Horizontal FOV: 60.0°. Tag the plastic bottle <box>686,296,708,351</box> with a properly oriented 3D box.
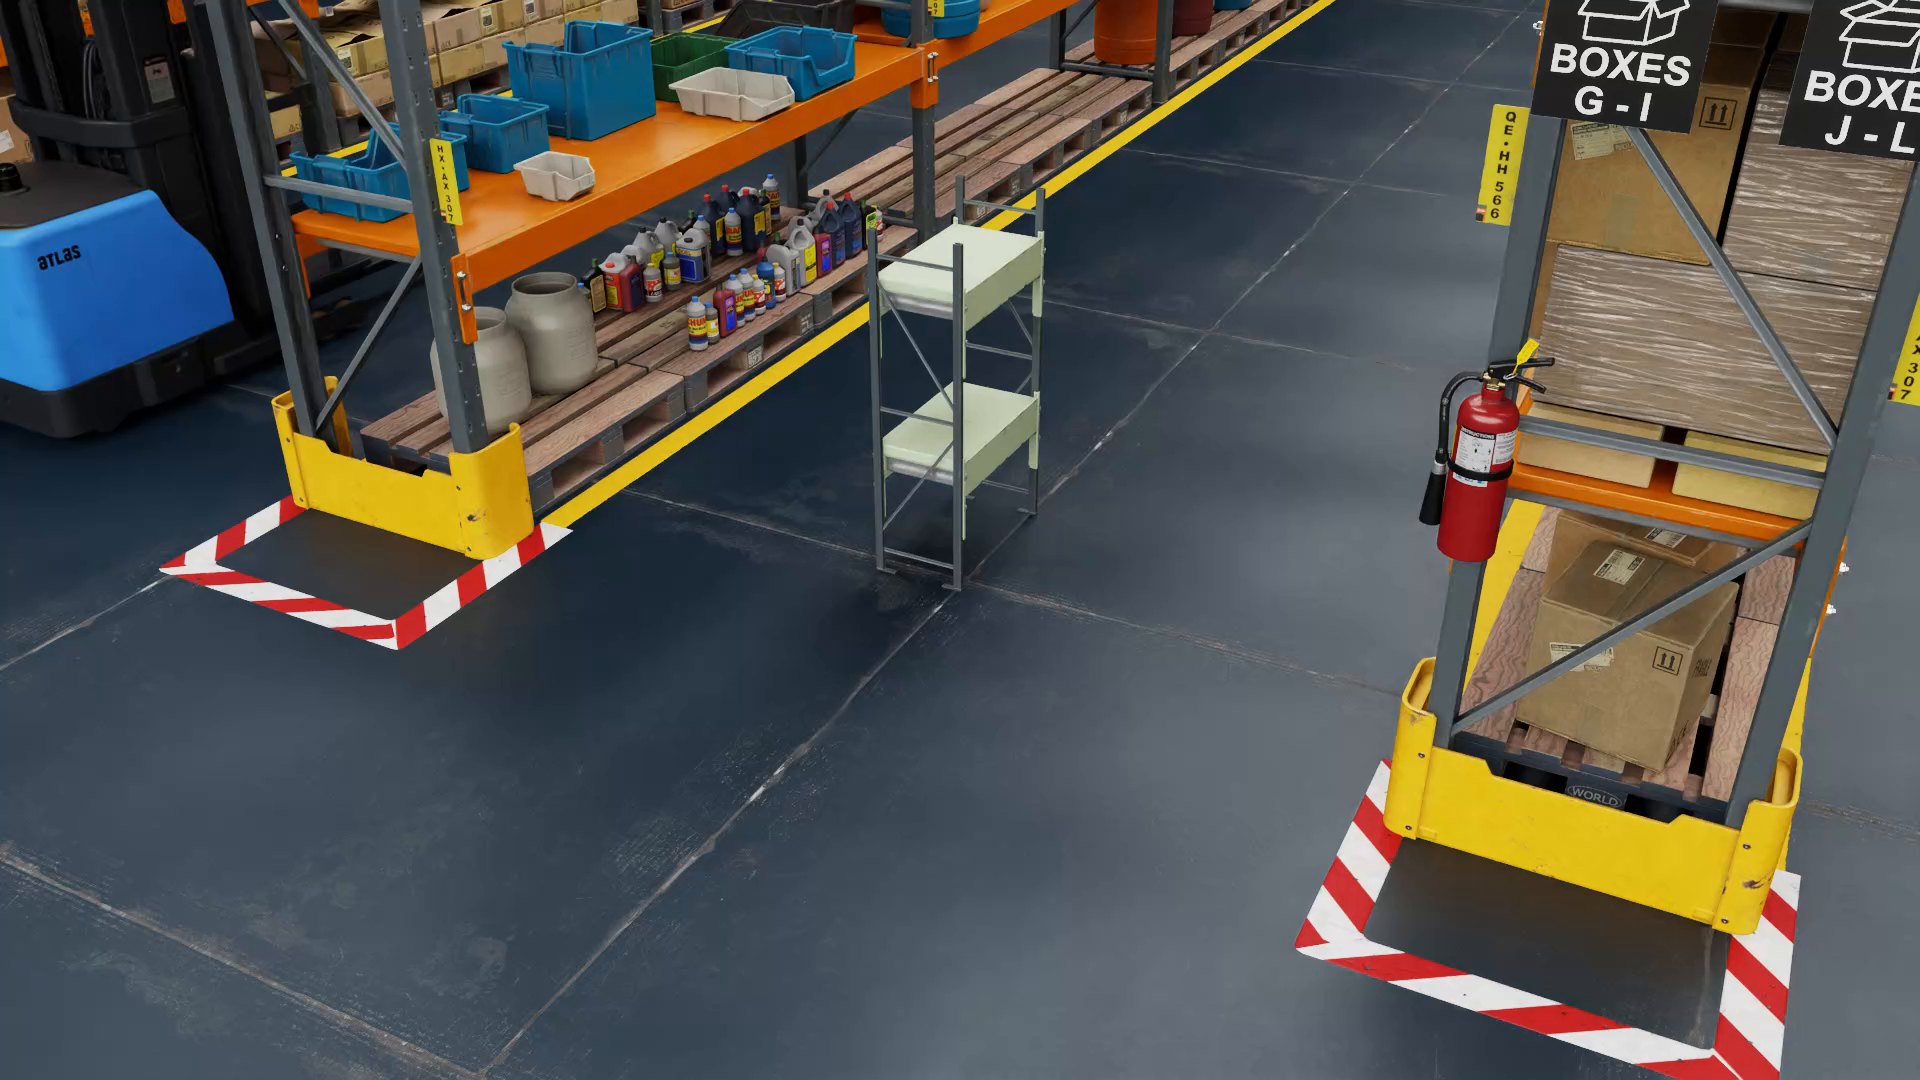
[{"bbox_3d":[-1.340,-1.110,8.468,0.097,0.271,0.097,0,30,0],"label":"plastic bottle"}]

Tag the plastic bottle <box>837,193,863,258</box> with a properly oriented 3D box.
[{"bbox_3d":[-0.658,-1.833,9.649,0.144,0.351,0.185,13,32,22],"label":"plastic bottle"}]

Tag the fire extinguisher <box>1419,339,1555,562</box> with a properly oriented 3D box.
[{"bbox_3d":[1.503,-0.266,4.778,0.296,0.674,0.183,14,33,23],"label":"fire extinguisher"}]

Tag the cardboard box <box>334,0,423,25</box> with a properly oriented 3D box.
[{"bbox_3d":[-4.639,-4.198,13.324,0.500,0.311,0.500,14,33,23],"label":"cardboard box"}]

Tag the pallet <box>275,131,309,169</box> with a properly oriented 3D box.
[{"bbox_3d":[-5.429,-2.715,11.766,1.003,0.211,1.213,14,33,23],"label":"pallet"}]

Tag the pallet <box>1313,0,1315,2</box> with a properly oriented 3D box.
[{"bbox_3d":[3.323,-5.814,17.163,1.003,0.211,1.213,14,33,23],"label":"pallet"}]

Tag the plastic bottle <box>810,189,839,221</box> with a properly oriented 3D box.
[{"bbox_3d":[-0.787,-1.866,9.706,0.144,0.351,0.185,14,33,23],"label":"plastic bottle"}]

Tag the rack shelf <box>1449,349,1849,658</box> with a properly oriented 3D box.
[{"bbox_3d":[2.877,-0.820,6.388,1.077,0.370,4.000,14,33,23],"label":"rack shelf"}]

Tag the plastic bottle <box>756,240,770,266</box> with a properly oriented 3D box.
[{"bbox_3d":[-1.066,-1.529,9.186,0.061,0.283,0.133,14,33,23],"label":"plastic bottle"}]

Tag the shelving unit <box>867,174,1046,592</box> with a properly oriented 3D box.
[{"bbox_3d":[-0.003,-0.647,6.871,0.431,1.500,0.755,14,33,23],"label":"shelving unit"}]

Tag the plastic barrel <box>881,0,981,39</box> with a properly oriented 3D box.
[{"bbox_3d":[-0.176,-3.462,9.763,0.600,0.901,0.708,14,33,23],"label":"plastic barrel"}]

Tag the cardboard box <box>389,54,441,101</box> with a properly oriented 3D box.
[{"bbox_3d":[-4.391,-3.606,12.857,0.500,0.250,0.500,15,33,24],"label":"cardboard box"}]

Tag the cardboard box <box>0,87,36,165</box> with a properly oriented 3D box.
[{"bbox_3d":[-5.967,-2.443,10.079,0.500,0.500,0.500,14,33,23],"label":"cardboard box"}]

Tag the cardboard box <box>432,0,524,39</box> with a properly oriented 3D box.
[{"bbox_3d":[-3.920,-4.309,13.518,0.500,0.311,0.500,15,33,25],"label":"cardboard box"}]

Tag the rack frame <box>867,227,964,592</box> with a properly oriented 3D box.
[{"bbox_3d":[-0.170,-0.485,6.589,0.400,1.500,0.023,14,33,23],"label":"rack frame"}]

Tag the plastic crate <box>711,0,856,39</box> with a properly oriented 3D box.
[{"bbox_3d":[-0.973,-2.912,9.371,0.767,0.338,0.504,14,33,23],"label":"plastic crate"}]

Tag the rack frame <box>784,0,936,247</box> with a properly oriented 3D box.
[{"bbox_3d":[-0.622,-3.142,9.710,1.000,3.000,0.127,14,33,23],"label":"rack frame"}]

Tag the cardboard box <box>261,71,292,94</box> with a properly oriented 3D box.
[{"bbox_3d":[-5.099,-3.507,12.684,0.500,0.250,0.500,14,33,23],"label":"cardboard box"}]

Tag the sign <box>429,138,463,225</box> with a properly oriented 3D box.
[{"bbox_3d":[-1.956,-1.362,6.332,0.100,0.325,0.005,14,33,23],"label":"sign"}]

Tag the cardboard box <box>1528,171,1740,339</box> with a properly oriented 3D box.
[{"bbox_3d":[2.361,-0.904,5.413,0.875,0.500,0.500,14,33,23],"label":"cardboard box"}]

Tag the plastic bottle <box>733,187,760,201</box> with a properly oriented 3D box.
[{"bbox_3d":[-1.280,-1.961,9.945,0.152,0.276,0.135,16,33,25],"label":"plastic bottle"}]

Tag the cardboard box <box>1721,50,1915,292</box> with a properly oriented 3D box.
[{"bbox_3d":[2.459,-1.033,4.634,0.500,0.500,0.500,14,33,23],"label":"cardboard box"}]

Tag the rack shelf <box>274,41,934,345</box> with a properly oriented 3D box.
[{"bbox_3d":[-1.533,-1.944,8.345,1.077,0.370,4.000,14,33,23],"label":"rack shelf"}]

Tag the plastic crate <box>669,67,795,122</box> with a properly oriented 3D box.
[{"bbox_3d":[-1.136,-2.251,8.422,0.530,0.136,0.437,14,33,23],"label":"plastic crate"}]

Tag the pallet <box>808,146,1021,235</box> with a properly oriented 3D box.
[{"bbox_3d":[-0.298,-2.290,11.026,1.003,0.211,1.213,14,33,23],"label":"pallet"}]

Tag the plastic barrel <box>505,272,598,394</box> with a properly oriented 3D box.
[{"bbox_3d":[-1.984,-1.004,8.062,0.421,0.512,0.421,0,30,0],"label":"plastic barrel"}]

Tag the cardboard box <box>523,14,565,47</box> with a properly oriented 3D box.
[{"bbox_3d":[-3.693,-4.290,14.049,0.500,0.250,0.500,15,33,24],"label":"cardboard box"}]

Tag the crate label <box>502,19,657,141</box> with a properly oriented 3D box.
[{"bbox_3d":[-1.846,-2.262,8.141,0.502,0.435,0.616,14,33,23],"label":"crate label"}]

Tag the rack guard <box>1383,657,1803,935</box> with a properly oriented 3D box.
[{"bbox_3d":[2.000,0.805,5.346,1.175,0.500,0.348,14,33,23],"label":"rack guard"}]

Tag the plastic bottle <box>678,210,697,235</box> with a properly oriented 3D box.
[{"bbox_3d":[-1.557,-1.744,9.561,0.061,0.283,0.133,16,33,25],"label":"plastic bottle"}]

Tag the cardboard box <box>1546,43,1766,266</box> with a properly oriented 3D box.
[{"bbox_3d":[1.996,-1.151,4.839,0.500,0.500,0.500,14,33,23],"label":"cardboard box"}]

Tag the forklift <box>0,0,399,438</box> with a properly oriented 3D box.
[{"bbox_3d":[-3.985,-2.462,8.594,1.130,2.935,3.031,15,33,25],"label":"forklift"}]

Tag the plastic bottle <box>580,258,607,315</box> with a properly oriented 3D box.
[{"bbox_3d":[-1.960,-1.351,8.877,0.061,0.283,0.133,15,33,24],"label":"plastic bottle"}]

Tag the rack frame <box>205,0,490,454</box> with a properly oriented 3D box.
[{"bbox_3d":[-2.444,-1.369,6.622,1.000,3.000,0.127,14,33,23],"label":"rack frame"}]

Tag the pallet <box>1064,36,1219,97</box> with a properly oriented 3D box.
[{"bbox_3d":[1.523,-4.065,14.117,1.003,0.211,1.213,14,33,23],"label":"pallet"}]

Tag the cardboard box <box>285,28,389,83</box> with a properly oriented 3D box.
[{"bbox_3d":[-4.619,-3.627,12.330,0.500,0.311,0.500,14,33,23],"label":"cardboard box"}]

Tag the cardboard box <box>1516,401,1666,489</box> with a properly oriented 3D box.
[{"bbox_3d":[1.912,-0.310,5.029,0.380,0.149,0.250,14,33,23],"label":"cardboard box"}]

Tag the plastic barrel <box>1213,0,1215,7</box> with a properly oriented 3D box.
[{"bbox_3d":[2.100,-5.011,15.040,0.421,0.512,0.421,0,30,0],"label":"plastic barrel"}]

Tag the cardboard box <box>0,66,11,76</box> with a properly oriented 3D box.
[{"bbox_3d":[-6.201,-2.782,10.670,0.500,0.500,0.500,14,33,23],"label":"cardboard box"}]

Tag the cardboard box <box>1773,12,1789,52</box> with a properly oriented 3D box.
[{"bbox_3d":[2.684,-1.815,5.995,0.500,0.500,0.500,14,33,23],"label":"cardboard box"}]

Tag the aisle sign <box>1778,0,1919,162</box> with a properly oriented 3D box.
[{"bbox_3d":[2.204,-1.277,3.851,0.394,0.787,0.004,14,33,23],"label":"aisle sign"}]

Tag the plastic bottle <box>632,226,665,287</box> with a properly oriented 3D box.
[{"bbox_3d":[-1.723,-1.566,9.183,0.144,0.351,0.185,16,33,25],"label":"plastic bottle"}]

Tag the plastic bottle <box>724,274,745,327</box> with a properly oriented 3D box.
[{"bbox_3d":[-1.184,-1.262,8.733,0.097,0.271,0.097,0,30,0],"label":"plastic bottle"}]

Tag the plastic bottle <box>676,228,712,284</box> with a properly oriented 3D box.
[{"bbox_3d":[-1.495,-1.594,9.306,0.152,0.276,0.135,14,33,23],"label":"plastic bottle"}]

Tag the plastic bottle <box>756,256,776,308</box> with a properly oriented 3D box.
[{"bbox_3d":[-1.046,-1.396,8.966,0.097,0.271,0.097,0,30,0],"label":"plastic bottle"}]

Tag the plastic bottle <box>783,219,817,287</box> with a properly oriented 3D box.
[{"bbox_3d":[-0.893,-1.605,9.251,0.144,0.351,0.185,14,33,23],"label":"plastic bottle"}]

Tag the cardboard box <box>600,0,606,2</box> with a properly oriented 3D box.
[{"bbox_3d":[-3.227,-4.986,14.696,0.500,0.311,0.500,15,33,25],"label":"cardboard box"}]

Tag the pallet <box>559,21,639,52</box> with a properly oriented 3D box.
[{"bbox_3d":[-3.617,-4.475,14.832,1.003,0.211,1.213,14,33,23],"label":"pallet"}]

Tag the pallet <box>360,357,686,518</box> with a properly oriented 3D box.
[{"bbox_3d":[-2.076,-0.563,8.018,1.003,0.211,1.213,14,33,23],"label":"pallet"}]

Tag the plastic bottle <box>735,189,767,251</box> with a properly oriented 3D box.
[{"bbox_3d":[-1.230,-1.888,9.744,0.144,0.351,0.185,14,33,23],"label":"plastic bottle"}]
